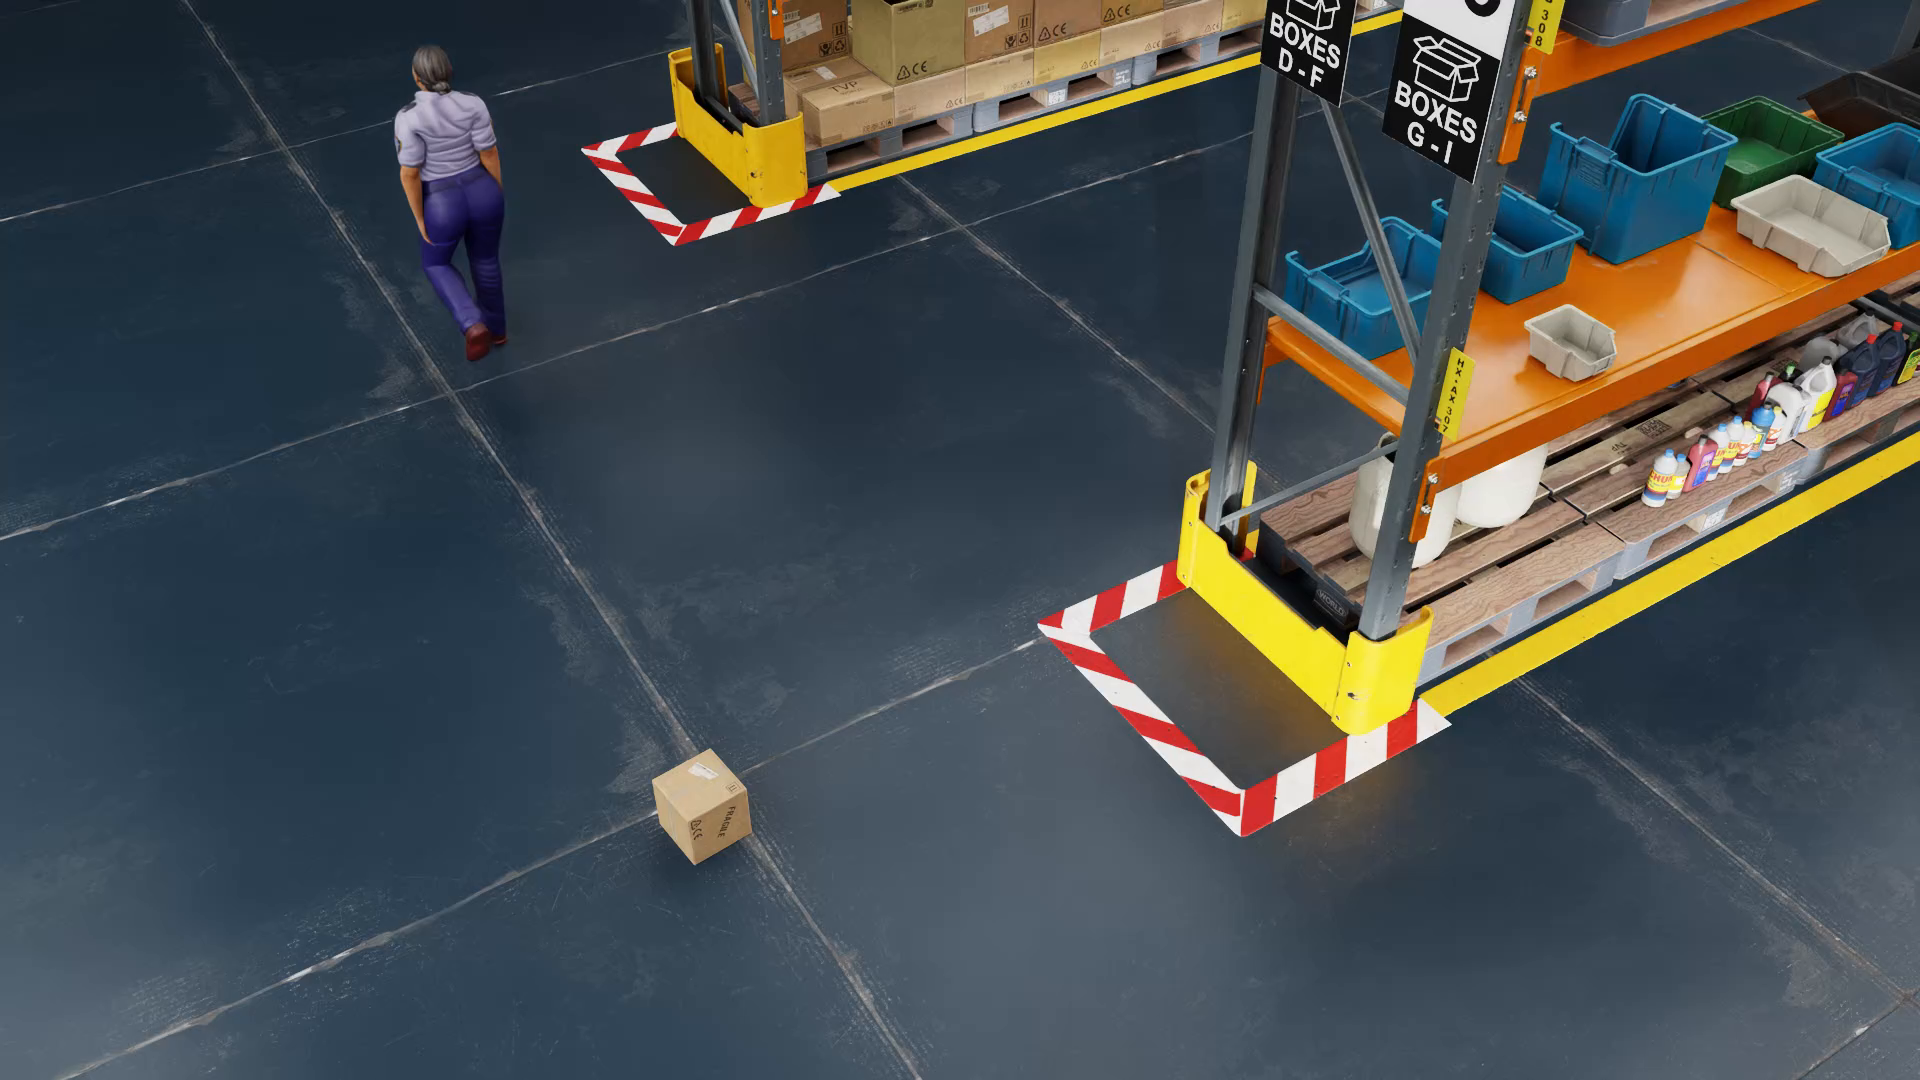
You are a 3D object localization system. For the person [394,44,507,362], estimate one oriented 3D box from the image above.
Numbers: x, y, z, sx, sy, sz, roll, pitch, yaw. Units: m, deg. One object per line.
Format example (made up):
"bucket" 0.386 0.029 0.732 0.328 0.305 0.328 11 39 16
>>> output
"person" -2.409 -1.595 7.989 0.478 1.603 0.557 -22 46 -24
